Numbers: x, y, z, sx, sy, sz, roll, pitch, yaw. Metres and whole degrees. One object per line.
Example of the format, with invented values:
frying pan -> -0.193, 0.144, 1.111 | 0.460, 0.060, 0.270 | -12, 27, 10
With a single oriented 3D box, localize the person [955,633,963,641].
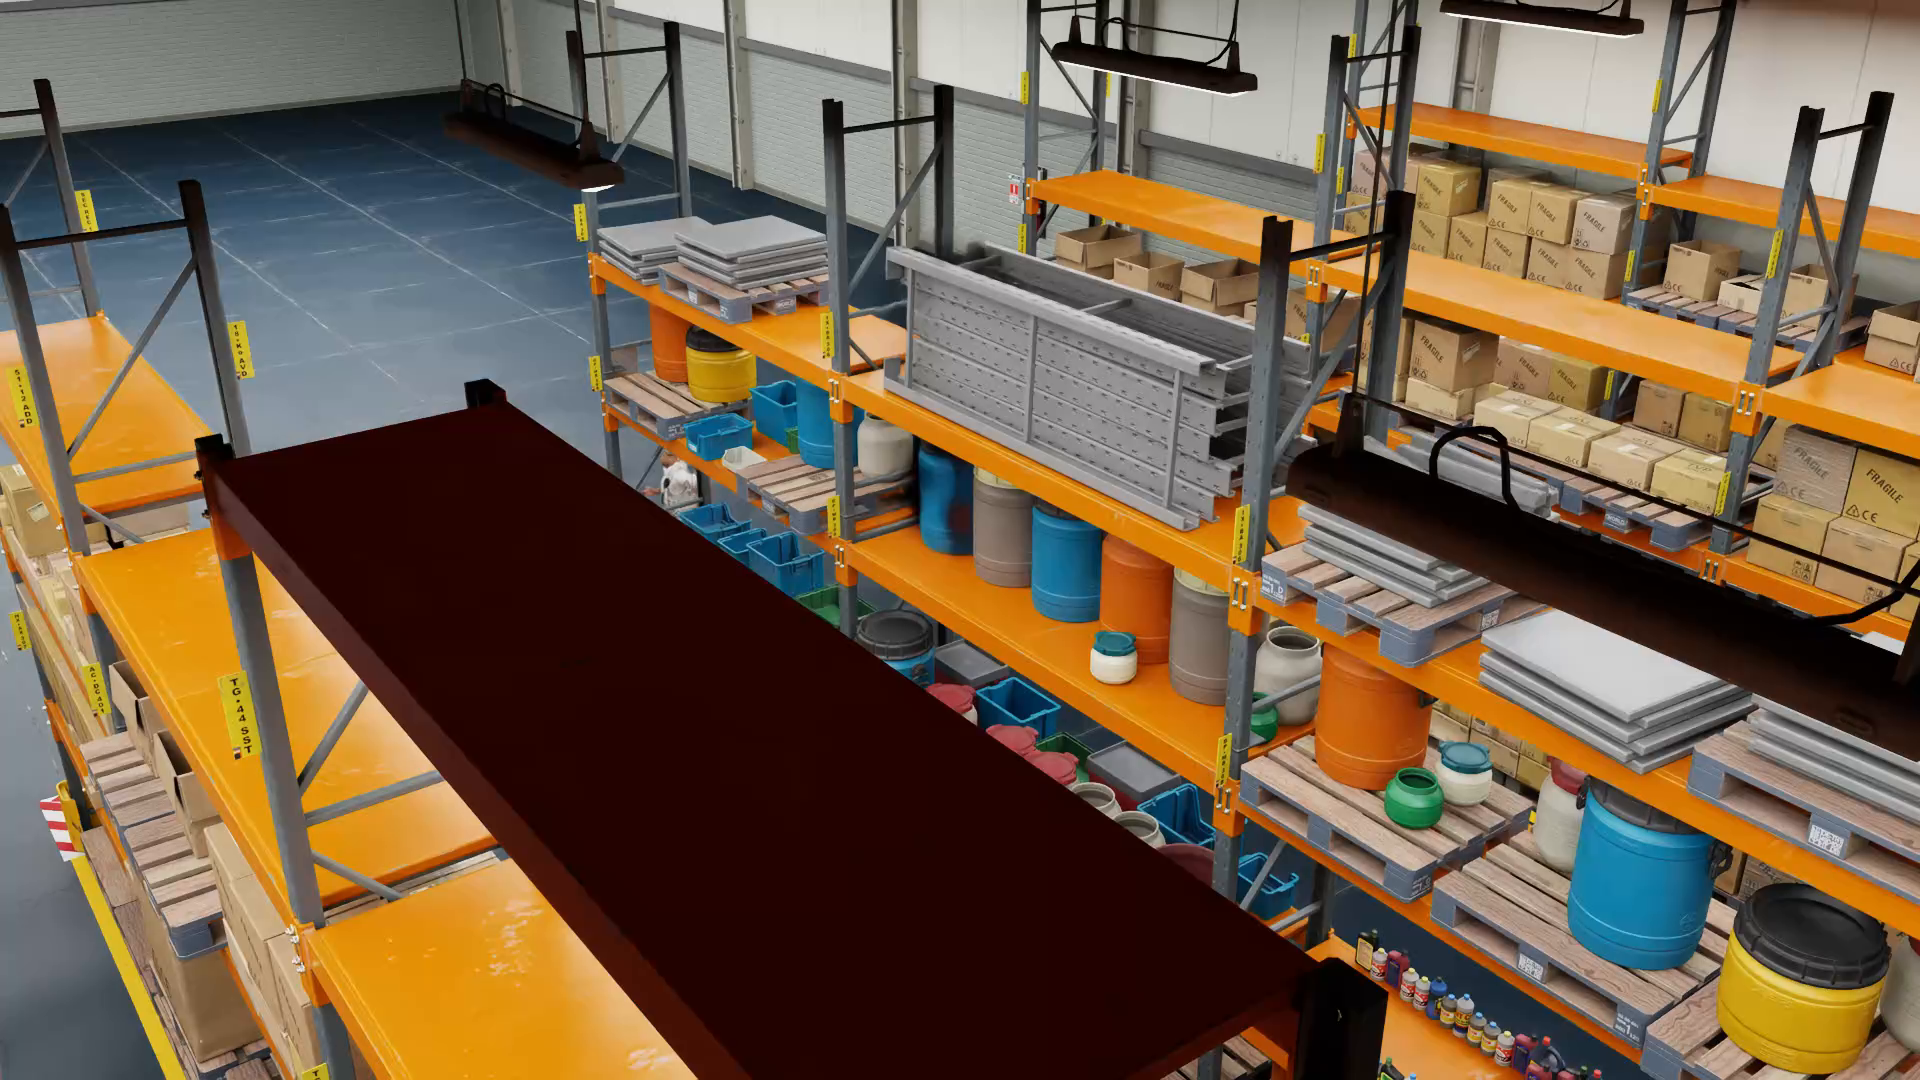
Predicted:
person -> 0.256, 0.384, 16.195 | 0.861, 1.715, 0.644 | 10, 26, 20

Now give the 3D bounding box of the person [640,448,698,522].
person -> -2.826, -0.247, 17.398 | 1.013, 1.751, 0.615 | -2, 25, -5
